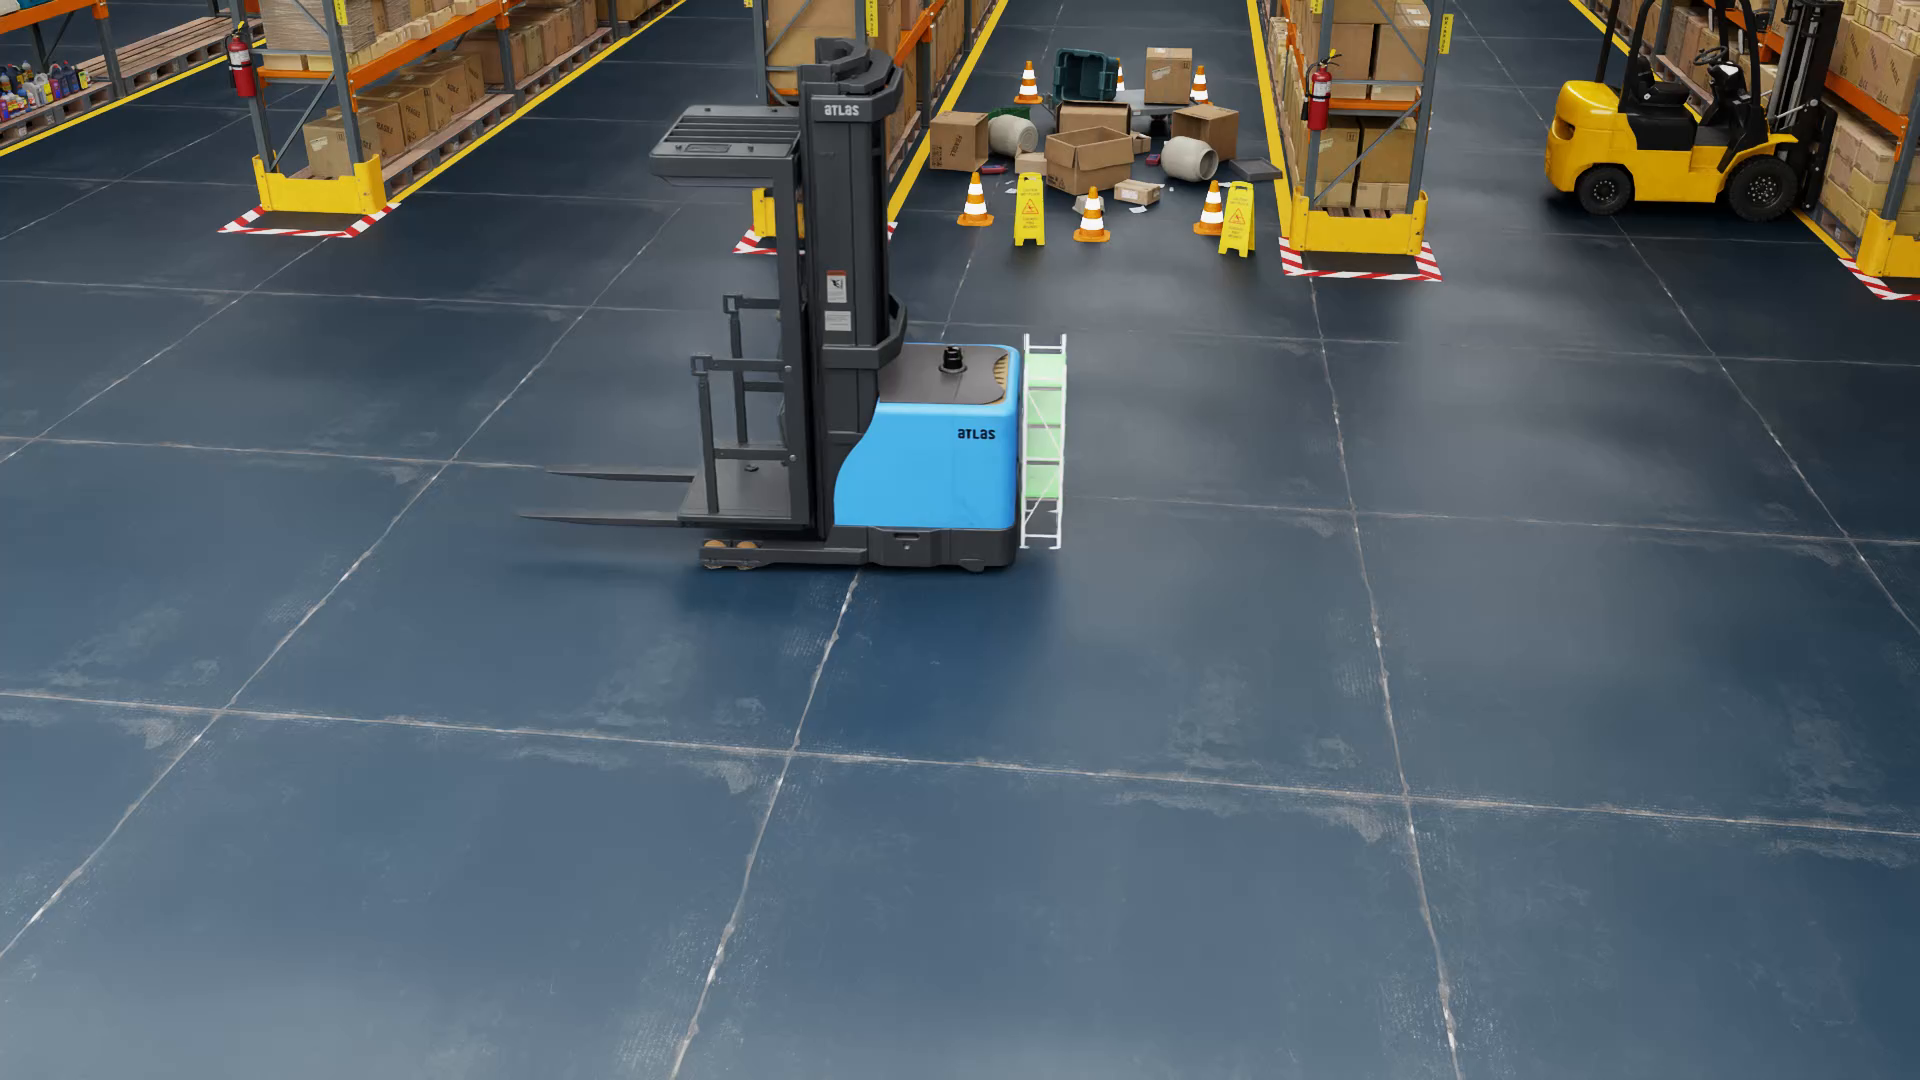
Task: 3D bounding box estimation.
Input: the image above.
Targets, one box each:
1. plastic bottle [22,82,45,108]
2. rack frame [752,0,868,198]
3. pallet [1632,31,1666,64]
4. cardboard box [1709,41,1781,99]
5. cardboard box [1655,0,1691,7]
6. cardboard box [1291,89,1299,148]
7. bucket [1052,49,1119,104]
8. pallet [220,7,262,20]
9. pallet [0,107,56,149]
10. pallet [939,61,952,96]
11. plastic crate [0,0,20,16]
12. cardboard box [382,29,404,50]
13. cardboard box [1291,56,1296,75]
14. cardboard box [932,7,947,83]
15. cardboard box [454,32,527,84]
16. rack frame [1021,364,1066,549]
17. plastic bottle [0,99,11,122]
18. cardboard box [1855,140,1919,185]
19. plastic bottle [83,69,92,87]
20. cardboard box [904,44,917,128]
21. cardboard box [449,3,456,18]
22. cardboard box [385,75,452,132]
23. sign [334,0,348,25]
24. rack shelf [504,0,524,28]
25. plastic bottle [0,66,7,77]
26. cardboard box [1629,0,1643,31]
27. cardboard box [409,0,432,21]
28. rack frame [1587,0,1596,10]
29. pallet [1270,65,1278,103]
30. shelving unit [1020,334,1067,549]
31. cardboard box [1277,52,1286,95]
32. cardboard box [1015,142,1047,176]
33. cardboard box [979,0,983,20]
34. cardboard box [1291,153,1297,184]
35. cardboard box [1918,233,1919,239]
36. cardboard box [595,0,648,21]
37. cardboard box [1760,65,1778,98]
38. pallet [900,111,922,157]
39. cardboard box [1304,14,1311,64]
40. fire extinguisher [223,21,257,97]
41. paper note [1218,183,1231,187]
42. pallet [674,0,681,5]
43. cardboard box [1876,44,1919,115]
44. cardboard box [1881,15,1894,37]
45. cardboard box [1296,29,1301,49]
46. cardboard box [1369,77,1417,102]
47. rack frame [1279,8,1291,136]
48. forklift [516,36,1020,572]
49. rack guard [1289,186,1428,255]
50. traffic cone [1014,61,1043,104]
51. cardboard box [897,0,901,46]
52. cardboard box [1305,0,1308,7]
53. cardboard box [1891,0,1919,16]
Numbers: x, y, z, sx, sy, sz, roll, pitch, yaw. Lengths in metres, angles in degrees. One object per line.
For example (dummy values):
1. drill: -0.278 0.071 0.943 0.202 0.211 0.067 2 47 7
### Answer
1. plastic bottle: -10.540 -5.073 18.912 0.152 0.276 0.135 4 29 7
2. rack frame: -1.325 -4.211 14.903 1.000 3.000 0.127 3 28 6
3. pallet: 9.636 -6.571 22.225 1.003 0.211 1.213 3 28 6
4. cardboard box: 9.173 -5.317 19.018 0.875 0.625 0.625 3 28 6
5. cardboard box: 9.316 -7.067 21.714 0.380 0.149 0.250 2 28 4
6. cardboard box: 3.569 -4.150 16.457 0.500 0.500 0.500 3 28 5
7. bucket: 1.437 -5.124 18.447 0.726 0.611 0.620 14 21 24
8. pallet: -10.115 -7.746 24.406 1.003 0.211 1.213 3 28 6
9. pallet: -10.931 -4.600 18.566 1.003 0.211 1.213 3 28 6
10. pallet: -0.668 -5.809 20.811 1.003 0.211 1.213 3 28 6
11. plastic crate: -10.608 -5.822 18.172 0.530 0.136 0.437 3 28 6
12. cardboard box: -5.821 -5.026 16.681 0.380 0.149 0.250 3 28 6
13. cardboard box: 3.614 -4.884 17.135 0.380 0.149 0.250 4 29 8
14. cardboard box: -0.726 -6.039 20.227 1.050 0.750 0.750 3 28 6
15. cardboard box: -5.648 -5.810 20.044 0.700 0.500 0.500 1 28 2
16. rack frame: 0.493 -0.479 9.874 0.240 1.200 0.015 1 28 3
17. plastic bottle: -10.573 -4.773 18.347 0.061 0.283 0.133 4 29 7
18. cardboard box: 8.274 -3.333 14.677 0.500 0.250 0.500 4 29 8
19. plastic bottle: -10.396 -5.490 19.765 0.097 0.201 0.097 0 28 0
20. cardboard box: -0.981 -5.051 18.261 0.875 0.875 0.875 4 29 7
21. cardboard box: -5.691 -5.735 17.998 0.380 0.149 0.250 3 28 6
22. cardboard box: -5.894 -4.761 18.117 0.500 0.500 0.500 1 28 2
23. sign: -5.696 -4.896 15.263 0.100 0.325 0.005 3 28 6
24. rack shelf: -5.500 -7.054 20.940 1.077 0.370 4.000 3 28 6
25. plastic bottle: -11.171 -5.389 19.419 0.144 0.351 0.185 4 29 8
26. cardboard box: 9.479 -7.227 22.695 0.500 0.500 0.500 5 29 8
27. cardboard box: -6.021 -5.689 17.228 0.875 0.500 0.500 3 28 6
28. rack frame: 9.997 -9.333 24.410 1.000 3.000 0.127 3 28 6
29. pallet: 4.331 -5.568 20.363 1.003 0.211 1.213 3 28 6
30. shelving unit: 0.505 -0.594 10.088 0.258 1.200 0.503 1 28 3
31. cardboard box: 4.237 -5.467 19.563 0.950 0.372 0.625 5 29 9
32. cardboard box: 0.783 -3.974 17.346 0.396 0.266 0.258 8 29 15
33. cardboard box: 0.053 -7.616 23.417 0.500 0.500 0.500 4 29 7
34. cardboard box: 3.504 -3.585 16.197 0.500 0.250 0.500 3 29 6
35. cardboard box: 8.781 -2.878 14.886 0.500 0.250 0.500 3 29 6
36. cardboard box: -5.150 -7.885 23.522 1.225 0.875 0.875 2 28 4
37. cardboard box: 8.646 -4.772 17.347 0.500 0.250 0.500 3 28 5
38. pallet: -1.006 -4.513 18.404 1.003 0.211 1.213 3 28 6
39. cardboard box: 3.459 -4.653 15.304 0.500 0.500 0.500 3 29 6
40. fire extinguisher: -6.706 -4.485 15.495 0.296 0.674 0.183 3 28 6
41. paper note: 2.708 -3.629 16.954 0.142 0.019 0.148 -6 29 -11
42. pallet: -4.784 -8.600 25.991 1.003 0.211 1.213 3 28 6
43. cardboard box: 8.327 -3.975 14.360 0.500 0.500 0.500 3 28 5
44. cardboard box: 8.427 -4.550 14.743 0.380 0.149 0.250 3 28 6
45. cardboard box: 3.567 -5.012 16.655 0.380 0.149 0.250 3 29 6
46. cardboard box: 3.847 -4.008 14.792 0.380 0.149 0.250 3 29 6
47. rack frame: 4.090 -5.854 17.953 1.000 3.000 0.127 3 28 6
48. forklift: -1.156 -1.360 9.684 3.031 2.935 1.130 2 28 3
49. rack guard: 3.610 -2.906 15.117 1.175 0.500 0.348 3 28 6
50. traffic cone: 0.828 -5.520 20.009 0.336 0.463 0.334 3 28 6
51. cardboard box: -1.061 -5.222 16.623 0.875 0.550 0.500 3 28 6
52. cardboard box: 3.516 -5.077 15.038 0.700 0.500 0.500 4 29 7
53. cardboard box: 8.471 -4.681 14.673 0.380 0.149 0.250 4 29 7
